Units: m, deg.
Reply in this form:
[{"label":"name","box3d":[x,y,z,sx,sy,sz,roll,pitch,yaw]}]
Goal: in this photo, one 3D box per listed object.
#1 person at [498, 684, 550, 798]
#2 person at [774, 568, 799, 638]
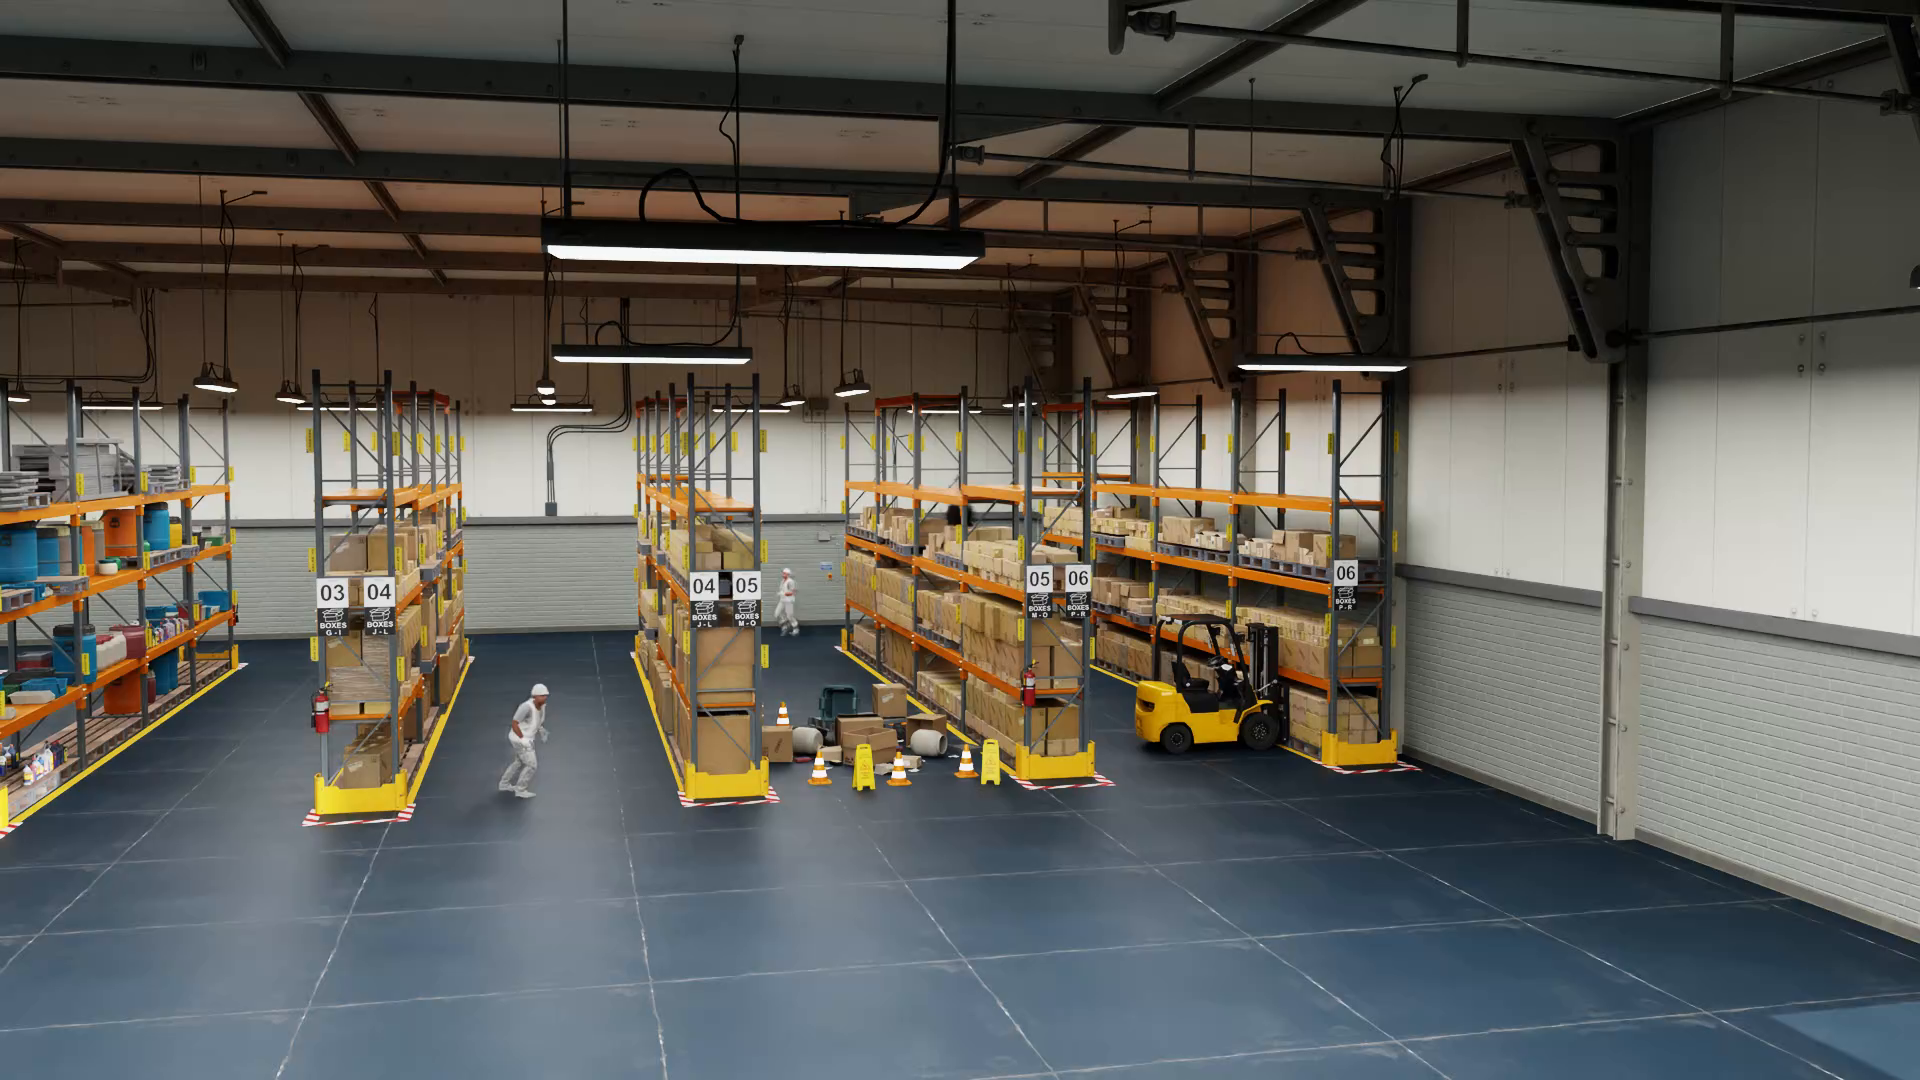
[{"label":"person","box3d":[-6.180,2.830,23.555,0.859,1.637,0.716,0,3,2]},{"label":"person","box3d":[-4.475,1.631,42.967,0.711,1.801,0.643,-3,4,-37]}]
